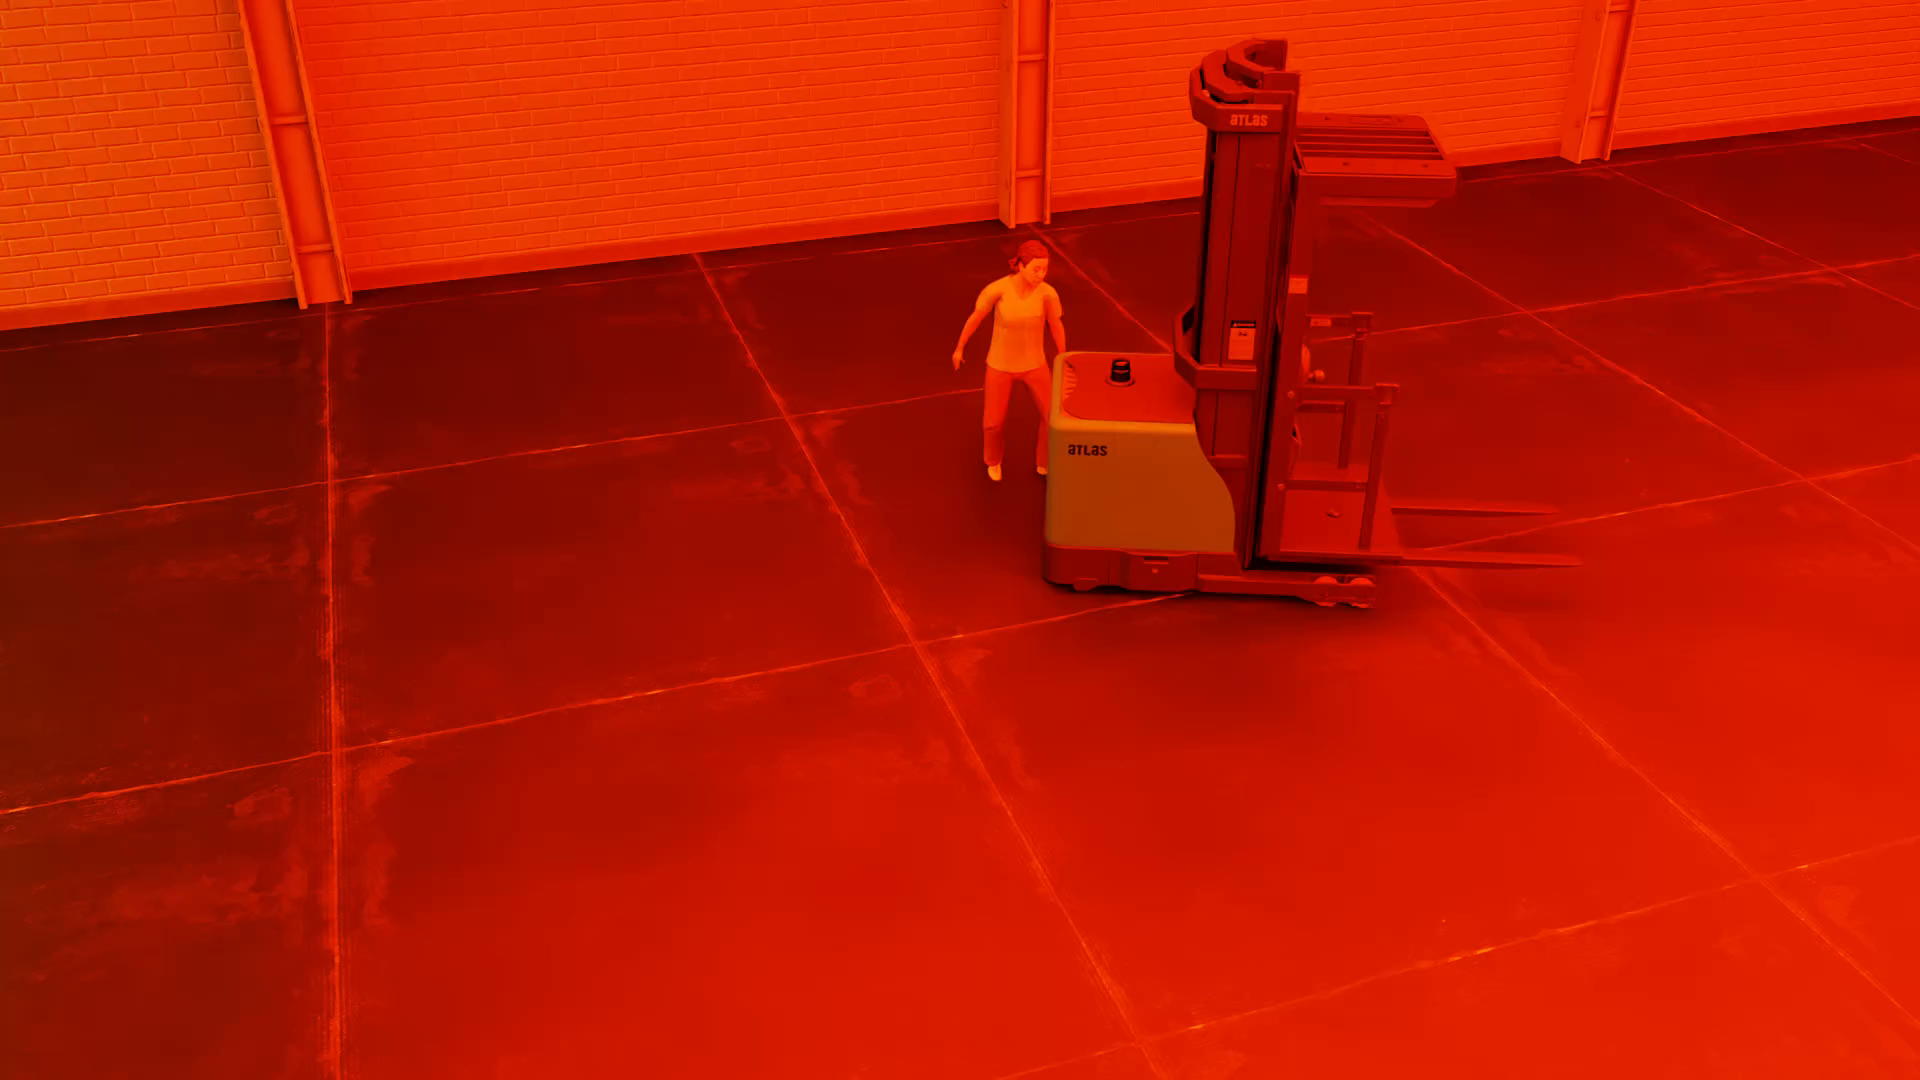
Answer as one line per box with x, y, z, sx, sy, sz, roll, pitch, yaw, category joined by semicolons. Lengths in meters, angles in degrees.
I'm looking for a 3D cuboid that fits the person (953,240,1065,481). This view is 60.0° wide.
0.361;-1.105;10.365;0.814;1.648;0.443;0;30;0;person

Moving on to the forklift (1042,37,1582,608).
2.015;-1.165;9.113;3.031;2.935;1.130;2;30;4;forklift
